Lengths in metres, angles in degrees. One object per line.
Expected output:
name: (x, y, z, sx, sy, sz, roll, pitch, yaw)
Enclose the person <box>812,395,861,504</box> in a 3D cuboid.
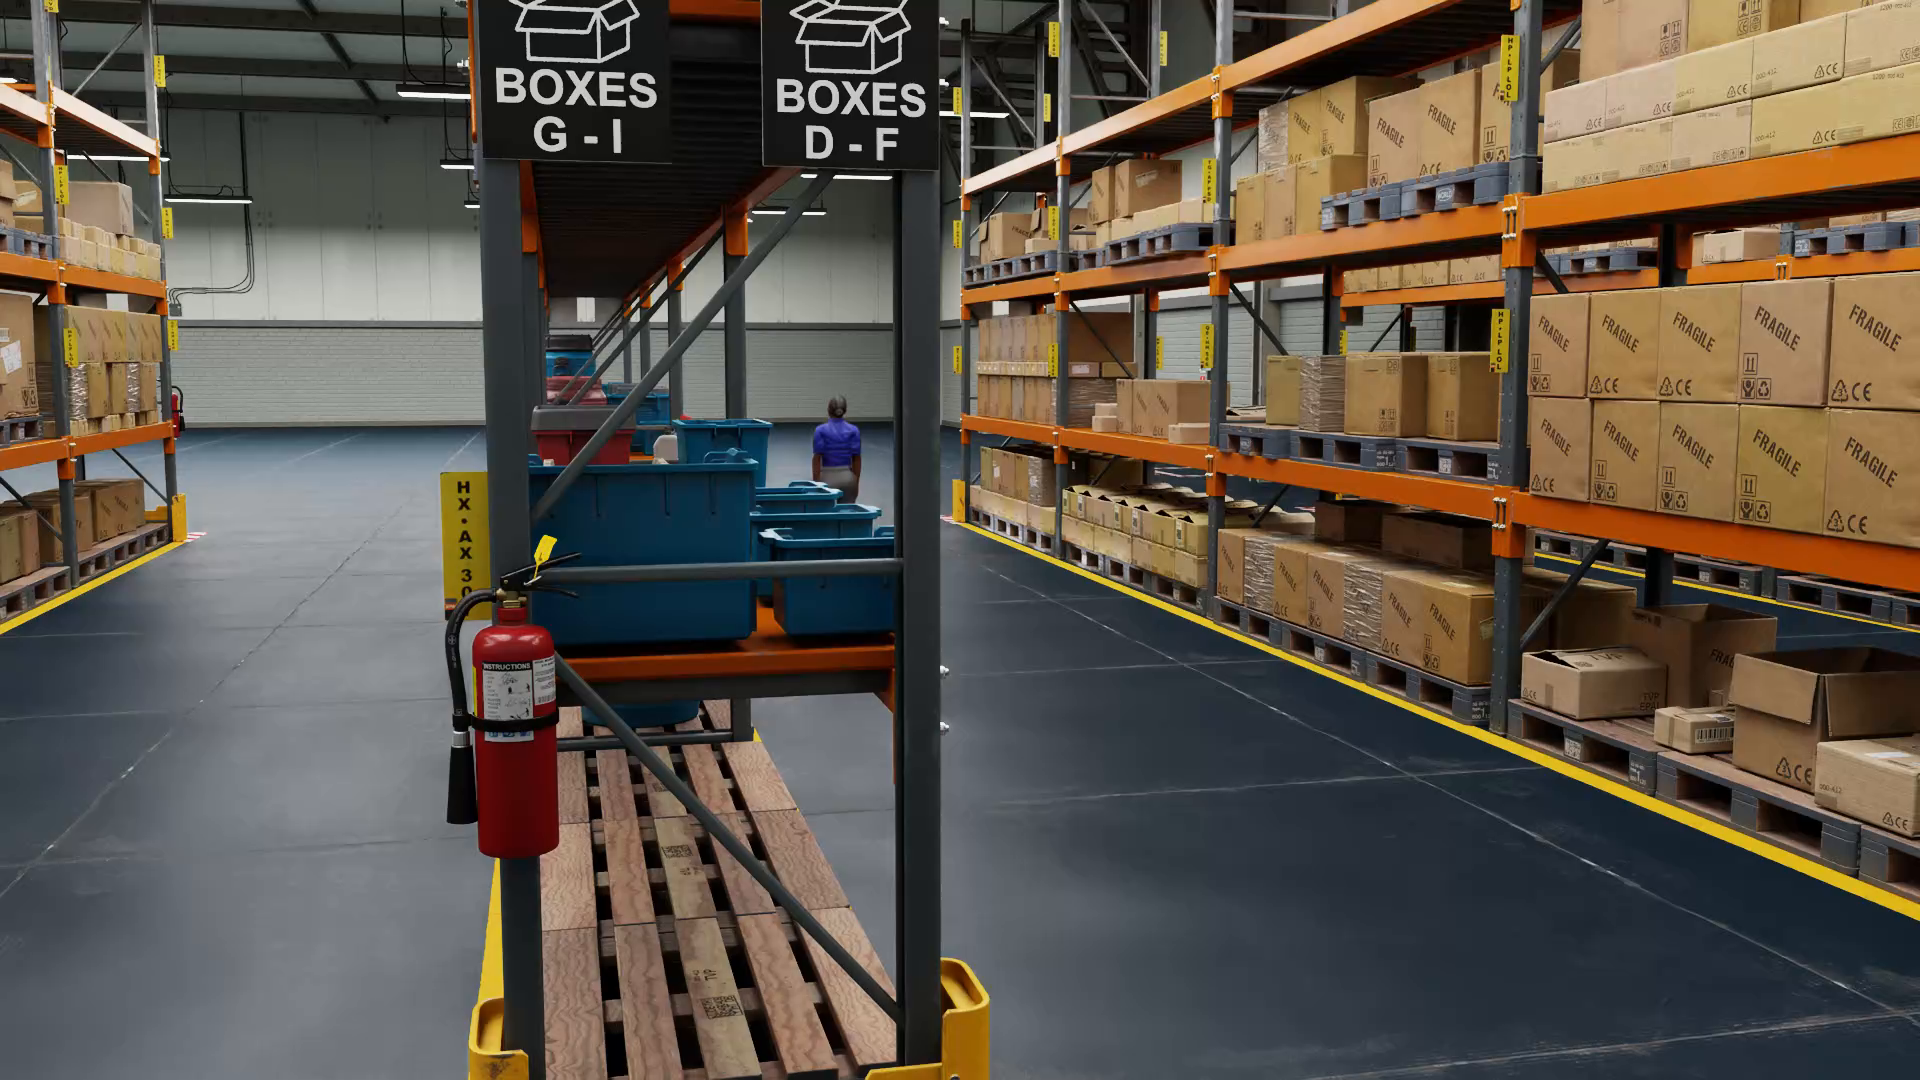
person: (-1.111, -0.449, 15.020, 0.441, 1.723, 0.623, 0, 6, -4)
